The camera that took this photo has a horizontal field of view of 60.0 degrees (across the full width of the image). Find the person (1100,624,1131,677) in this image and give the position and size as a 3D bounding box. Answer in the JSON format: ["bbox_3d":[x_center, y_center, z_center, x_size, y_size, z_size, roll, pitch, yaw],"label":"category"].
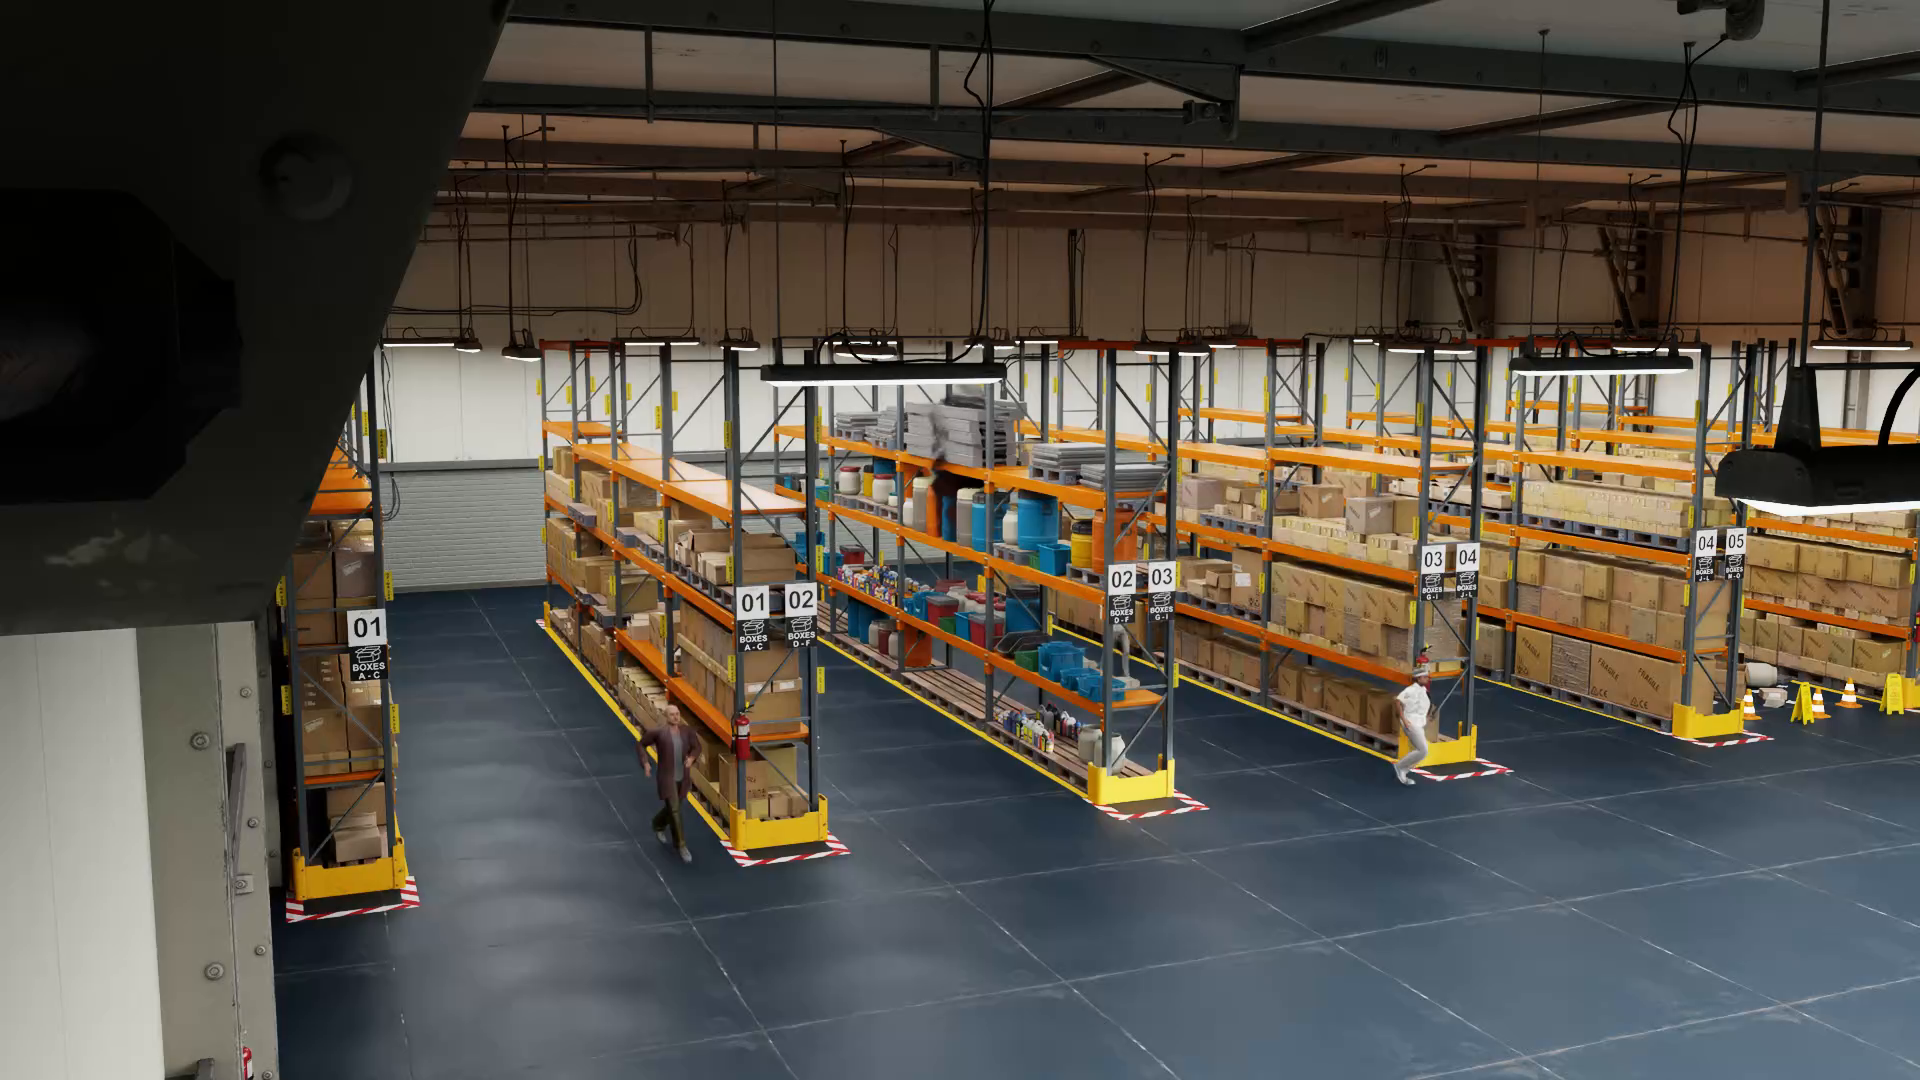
[{"bbox_3d":[2.790,1.632,29.589,0.629,1.722,0.866,-4,8,-28],"label":"person"}]

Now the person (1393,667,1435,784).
[{"bbox_3d":[6.271,2.547,22.892,0.510,1.640,0.604,5,9,36],"label":"person"}]

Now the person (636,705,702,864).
[{"bbox_3d":[-3.433,2.872,19.926,0.757,1.813,1.010,-6,10,-40],"label":"person"}]
